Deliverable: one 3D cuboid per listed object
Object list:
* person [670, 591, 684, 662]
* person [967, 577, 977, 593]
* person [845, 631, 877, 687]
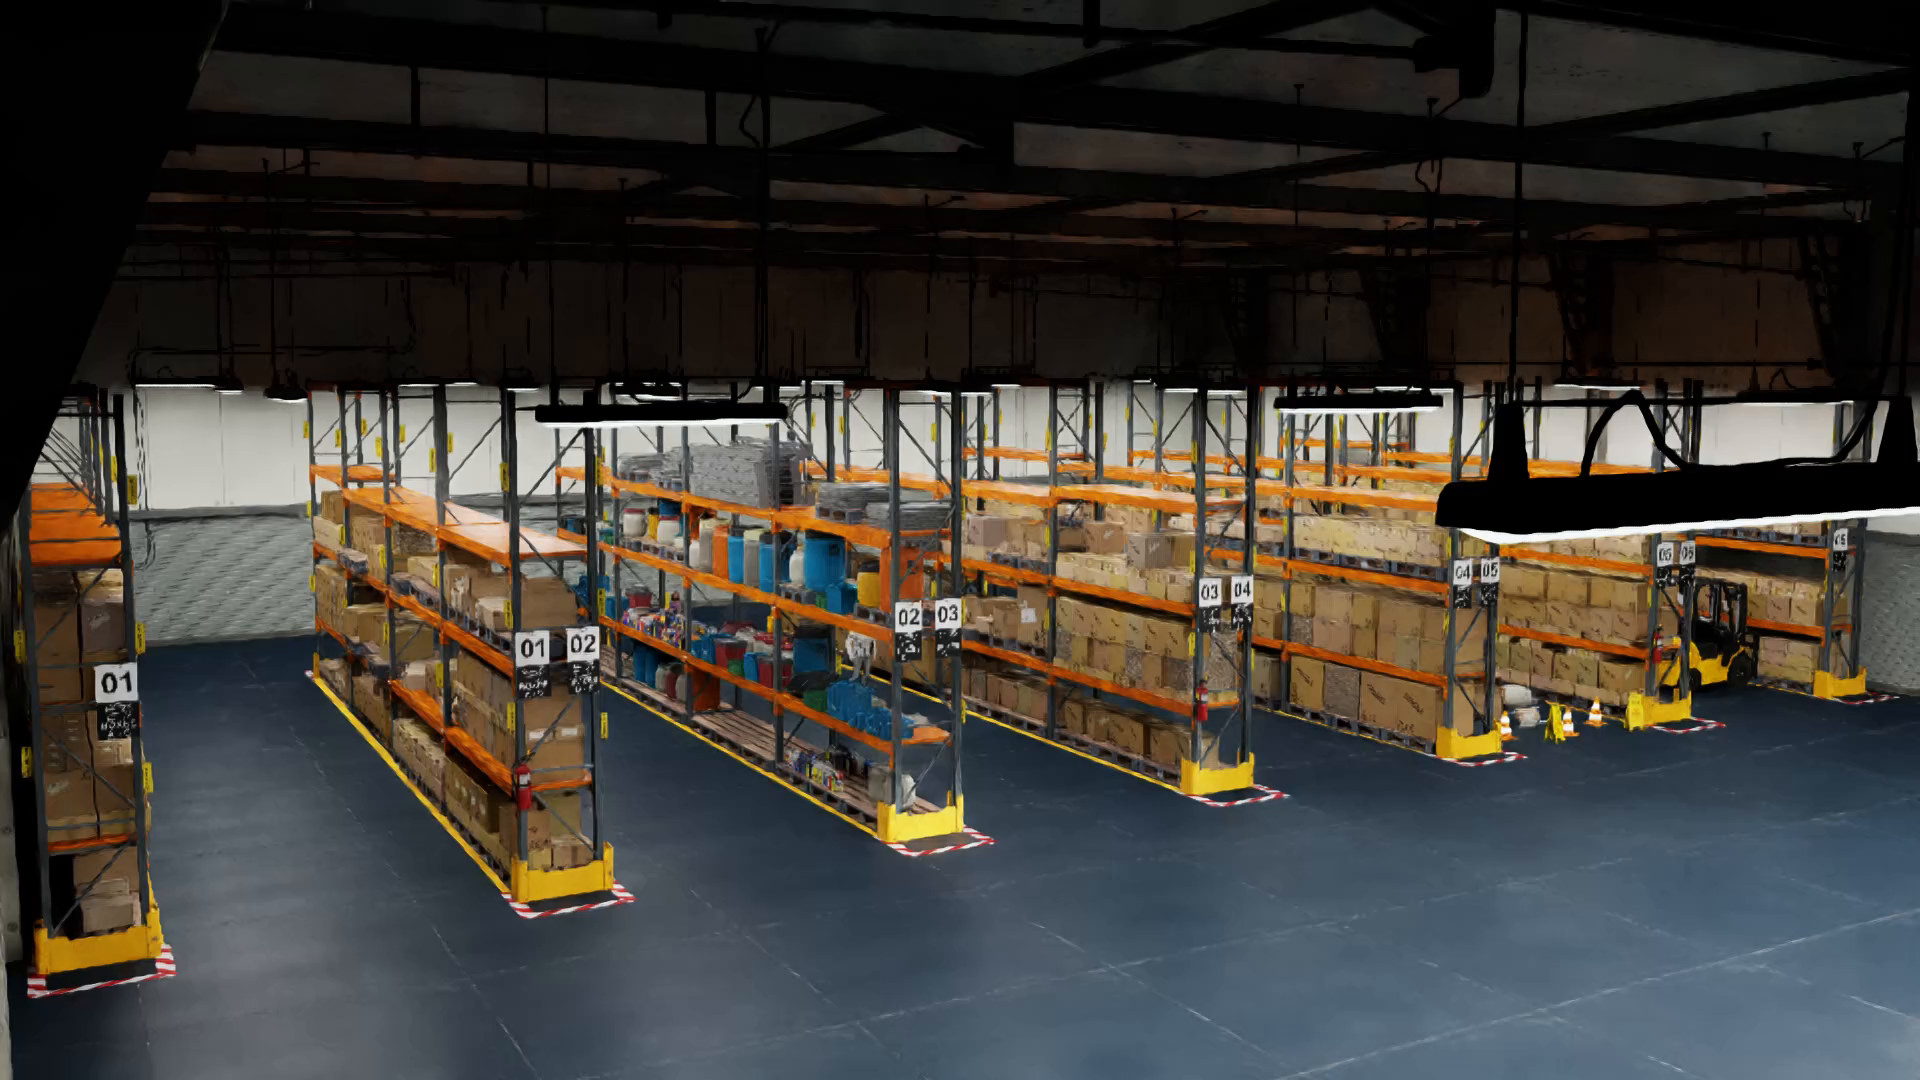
[{"bbox_3d":[-5.905,1.872,34.631,0.482,1.642,0.346,4,7,32],"label":"person"},{"bbox_3d":[0.202,1.004,41.969,0.598,1.762,0.576,3,7,26],"label":"person"},{"bbox_3d":[-1.874,2.180,31.507,0.639,1.632,0.512,-4,7,-31],"label":"person"}]
